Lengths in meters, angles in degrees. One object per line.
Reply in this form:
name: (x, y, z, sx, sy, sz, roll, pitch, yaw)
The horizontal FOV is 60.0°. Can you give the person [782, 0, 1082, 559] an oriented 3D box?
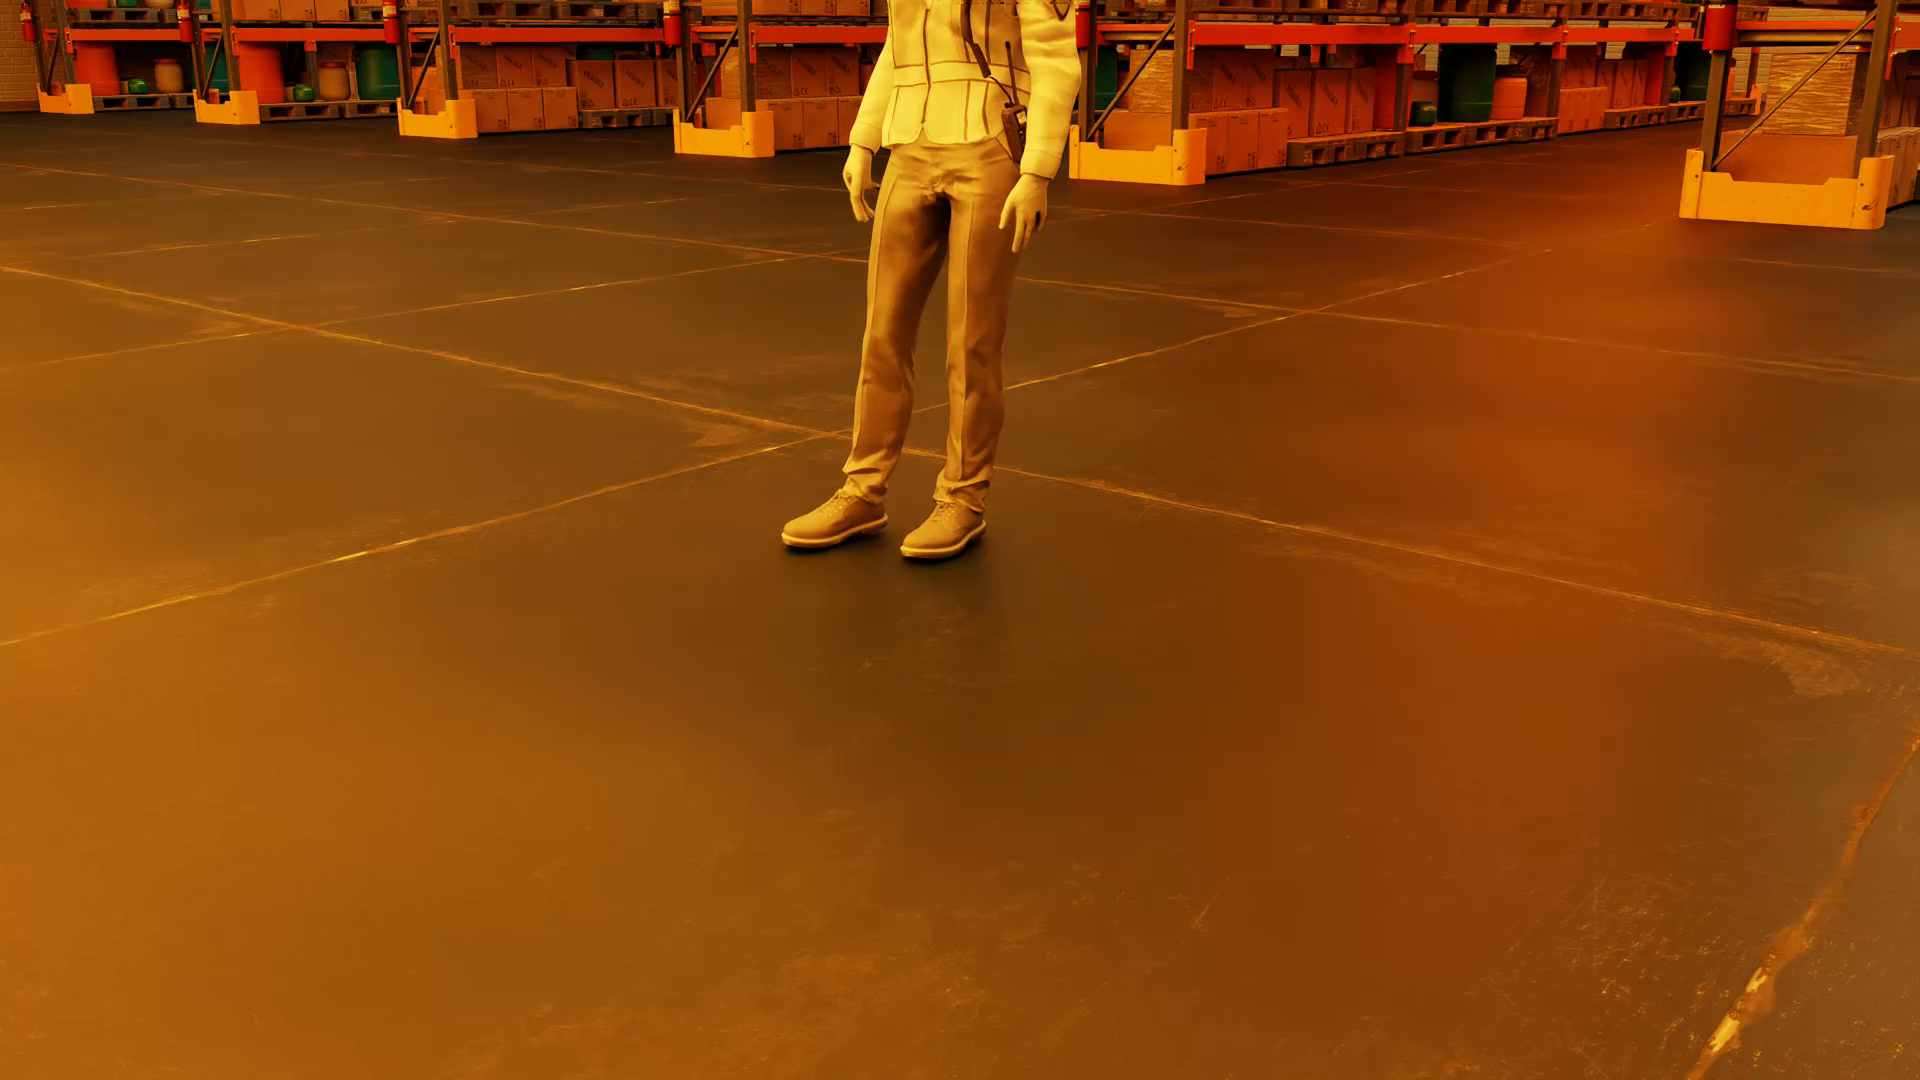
person: (-0.048, -0.804, 3.648, 0.588, 1.696, 0.533, 13, 21, 37)
